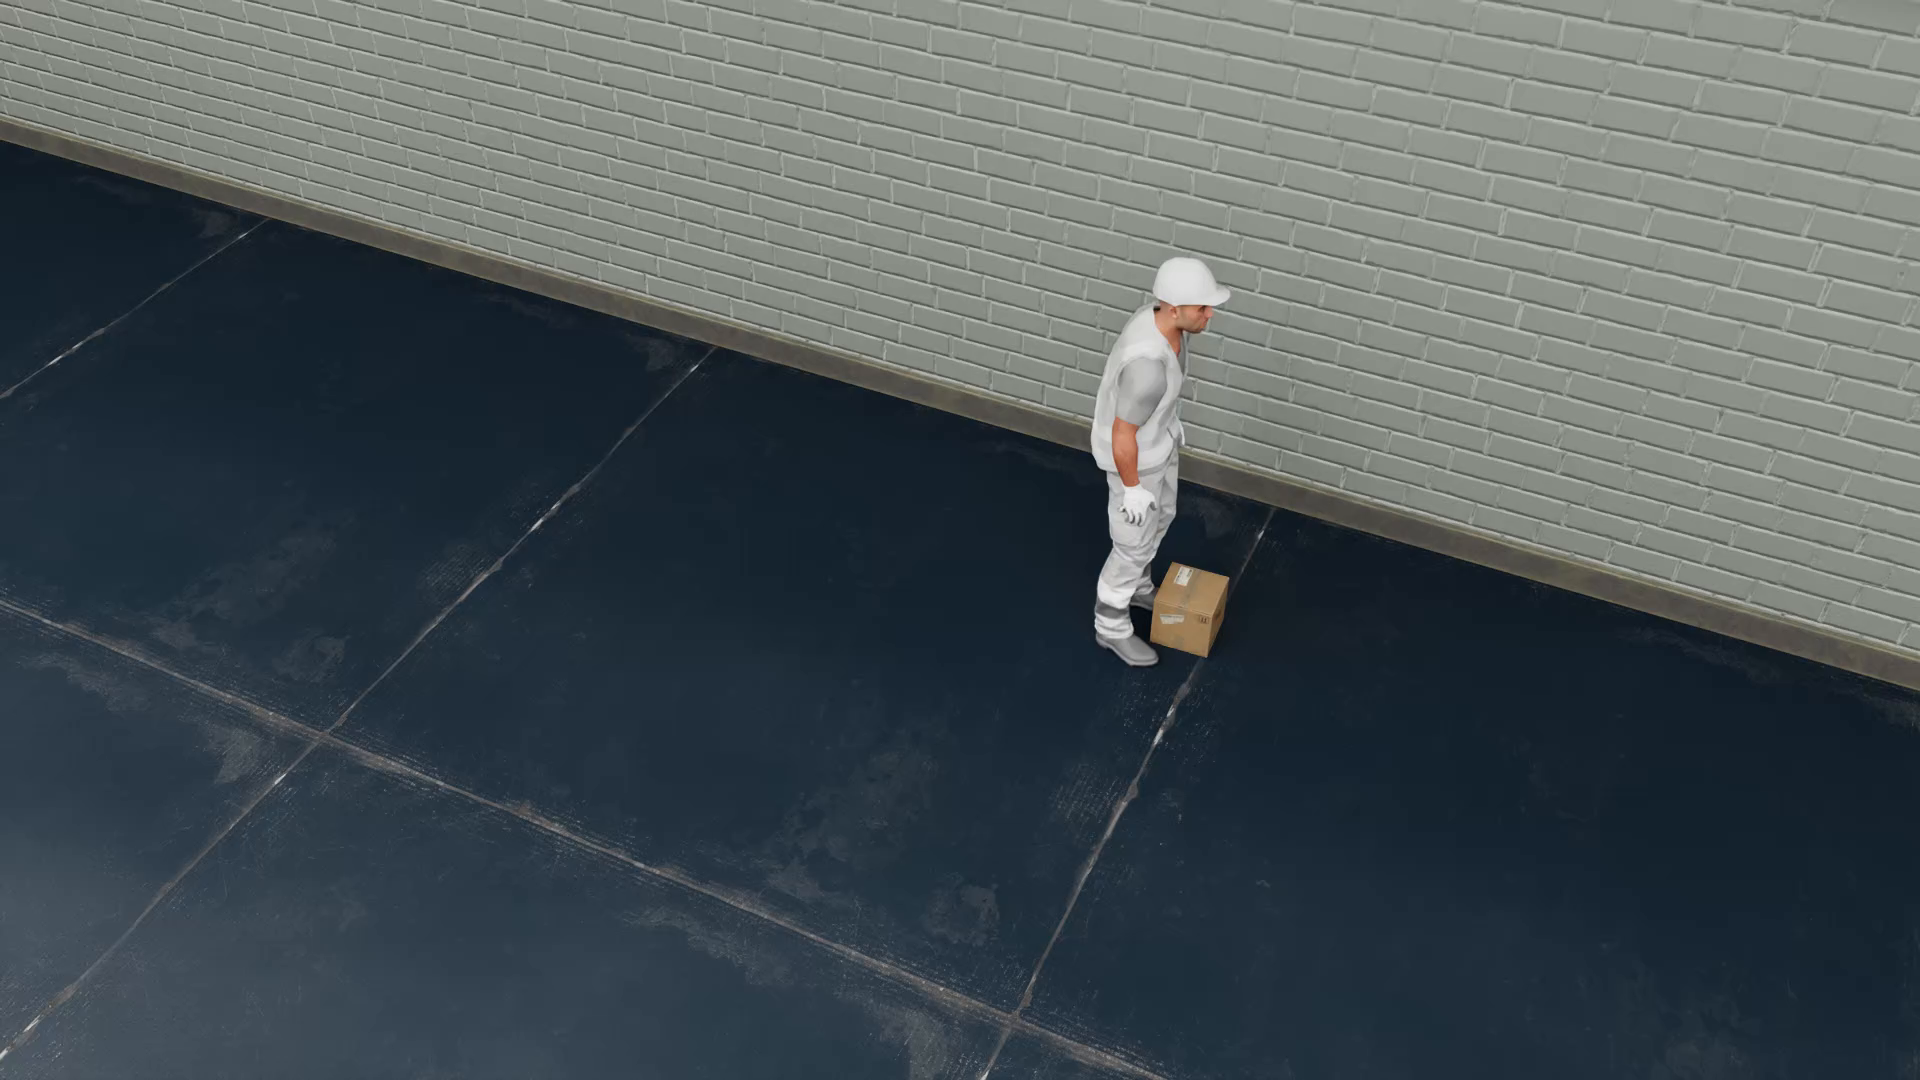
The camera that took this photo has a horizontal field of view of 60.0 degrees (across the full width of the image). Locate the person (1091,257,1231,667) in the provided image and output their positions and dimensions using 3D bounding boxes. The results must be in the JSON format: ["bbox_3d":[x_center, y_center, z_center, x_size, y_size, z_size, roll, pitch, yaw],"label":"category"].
[{"bbox_3d":[0.748,-0.330,6.521,0.453,1.778,0.615,15,44,16],"label":"person"}]
